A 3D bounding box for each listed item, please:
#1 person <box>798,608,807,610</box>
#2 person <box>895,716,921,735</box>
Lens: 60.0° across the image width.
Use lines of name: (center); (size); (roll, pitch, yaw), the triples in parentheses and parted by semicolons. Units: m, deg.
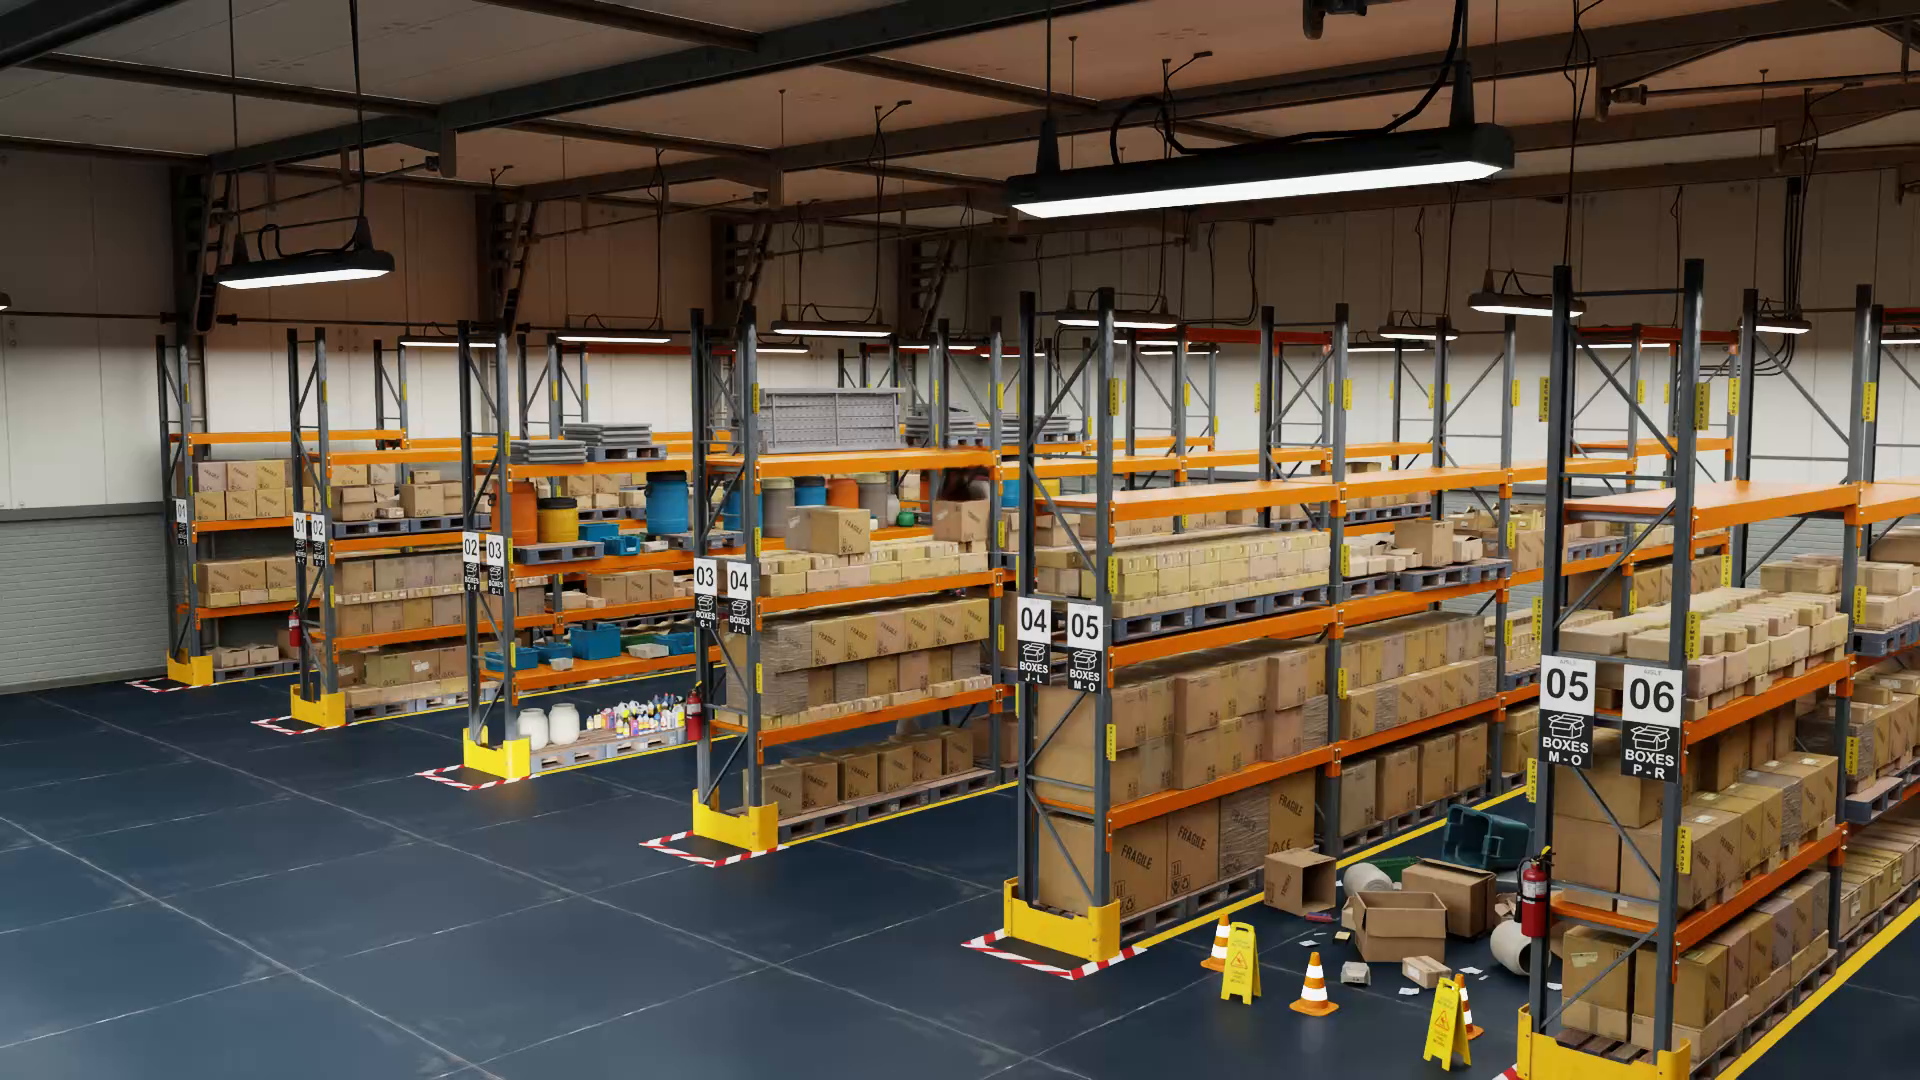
person: (-2.742, 1.615, 29.015); (0.775, 1.815, 0.936); (5, 8, 45)
person: (-0.810, 2.160, 23.116); (0.524, 1.651, 0.979); (5, 7, 43)
